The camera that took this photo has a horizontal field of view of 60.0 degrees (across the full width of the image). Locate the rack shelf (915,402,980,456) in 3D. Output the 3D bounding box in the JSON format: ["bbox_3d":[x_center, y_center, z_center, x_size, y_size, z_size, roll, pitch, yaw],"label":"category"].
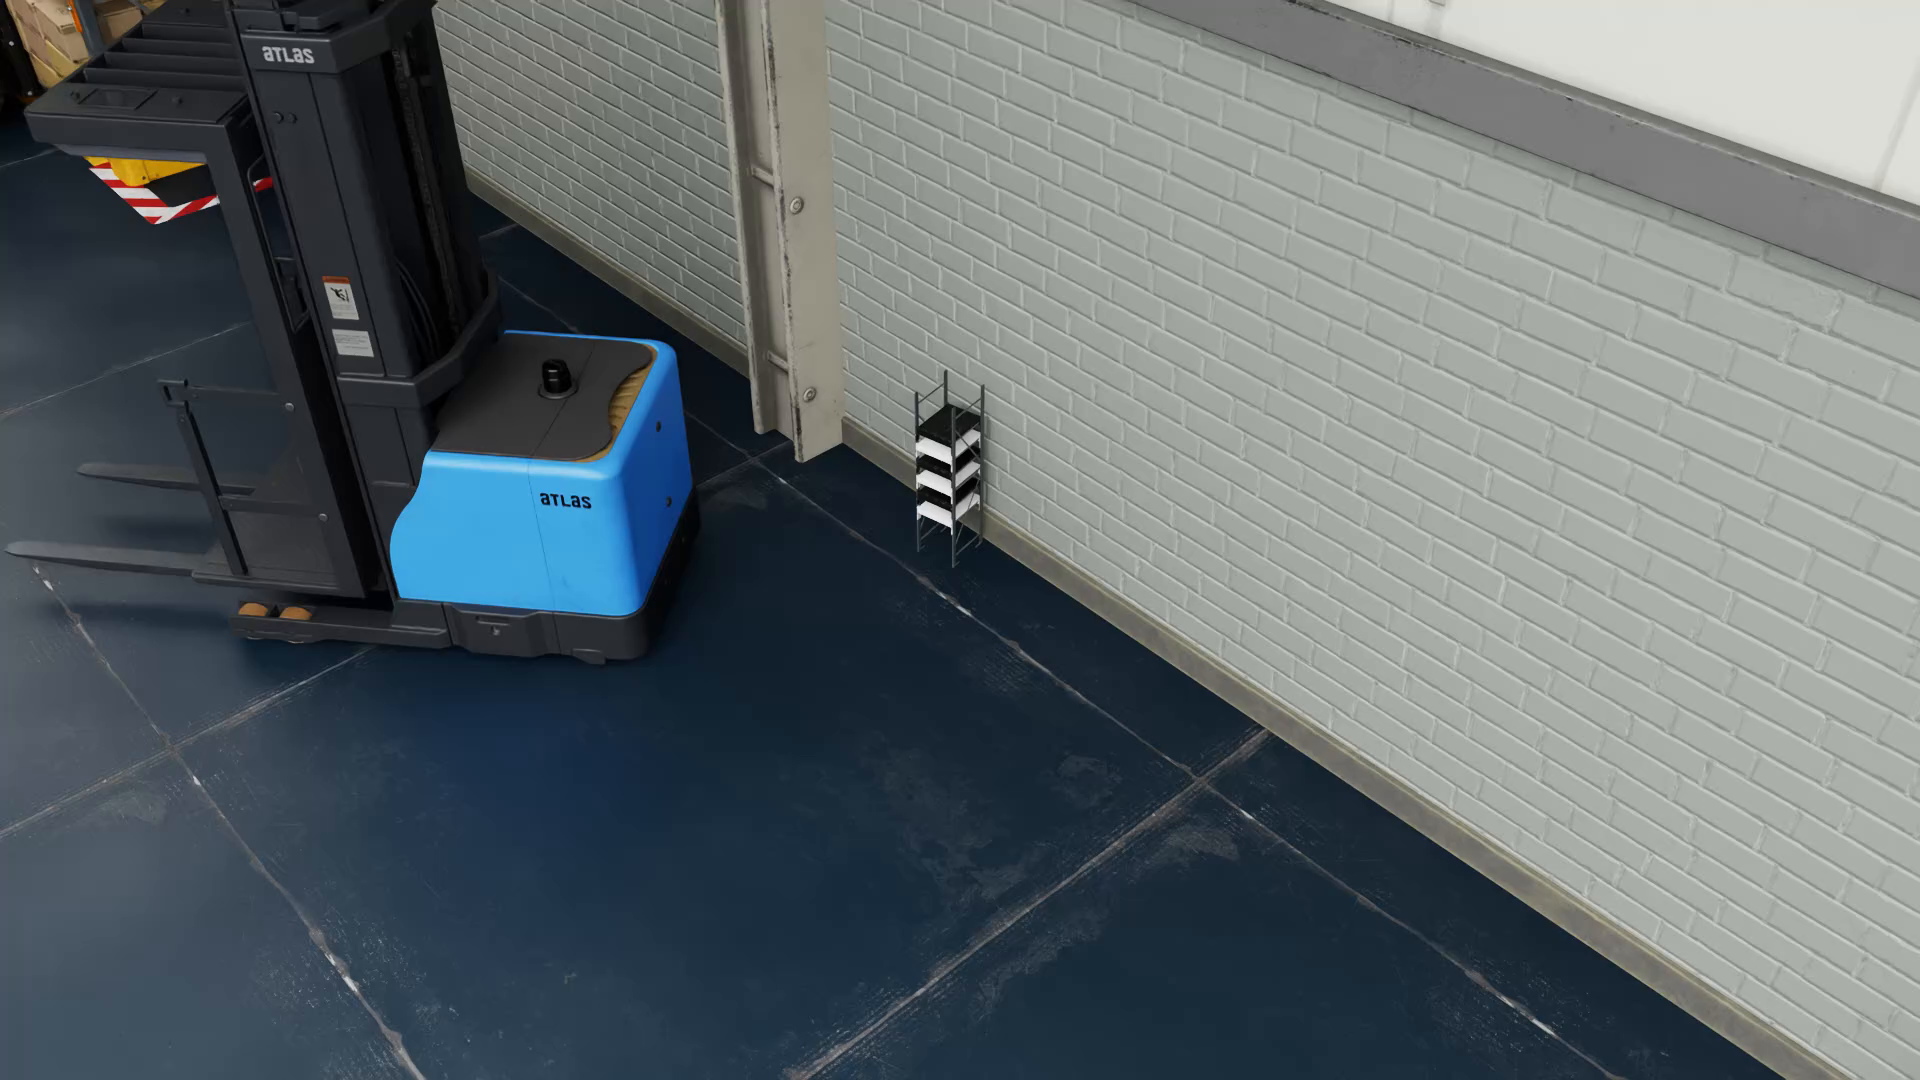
[{"bbox_3d":[-0.046,-0.502,7.487,0.200,0.077,0.258,24,45,27],"label":"rack shelf"}]

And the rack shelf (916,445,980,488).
[{"bbox_3d":[-0.046,-0.362,7.600,0.200,0.077,0.258,24,45,27],"label":"rack shelf"}]

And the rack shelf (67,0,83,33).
[{"bbox_3d":[-6.431,-4.431,11.629,1.077,0.370,4.000,-30,48,-32],"label":"rack shelf"}]

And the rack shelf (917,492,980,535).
[{"bbox_3d":[-0.046,-0.152,7.769,0.200,0.077,0.258,24,45,27],"label":"rack shelf"}]

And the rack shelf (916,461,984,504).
[{"bbox_3d":[-0.046,-0.292,7.656,0.200,0.077,0.258,24,45,27],"label":"rack shelf"}]

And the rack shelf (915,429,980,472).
[{"bbox_3d":[-0.046,-0.432,7.543,0.200,0.077,0.258,24,45,27],"label":"rack shelf"}]

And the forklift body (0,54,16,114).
[{"bbox_3d":[-7.704,-3.557,10.650,2.313,2.155,1.214,-30,48,-32],"label":"forklift body"}]

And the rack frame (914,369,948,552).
[{"bbox_3d":[-0.129,-0.355,7.681,0.006,0.900,0.240,24,45,27],"label":"rack frame"}]

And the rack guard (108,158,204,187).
[{"bbox_3d":[-5.062,-2.801,11.029,1.175,0.500,0.348,-30,48,-32],"label":"rack guard"}]

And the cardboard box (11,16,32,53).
[{"bbox_3d":[-6.333,-3.632,11.524,0.500,0.250,0.500,-31,48,-33],"label":"cardboard box"}]

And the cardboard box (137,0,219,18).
[{"bbox_3d":[-5.264,-3.571,11.050,0.500,0.250,0.500,-31,48,-32],"label":"cardboard box"}]

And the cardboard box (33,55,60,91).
[{"bbox_3d":[-5.958,-3.196,11.382,0.500,0.250,0.500,-30,48,-32],"label":"cardboard box"}]

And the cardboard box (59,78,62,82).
[{"bbox_3d":[-5.629,-2.962,11.092,0.500,0.250,0.500,-30,47,-31],"label":"cardboard box"}]

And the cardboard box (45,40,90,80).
[{"bbox_3d":[-5.638,-3.166,10.946,0.500,0.250,0.500,-31,48,-32],"label":"cardboard box"}]

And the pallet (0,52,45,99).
[{"bbox_3d":[-6.447,-3.601,12.248,1.003,0.211,1.213,-30,48,-32],"label":"pallet"}]

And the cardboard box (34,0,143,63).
[{"bbox_3d":[-5.619,-3.348,10.775,0.500,0.250,0.500,-28,47,-30],"label":"cardboard box"}]

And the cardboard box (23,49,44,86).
[{"bbox_3d":[-6.290,-3.431,11.673,0.500,0.250,0.500,-29,47,-31],"label":"cardboard box"}]

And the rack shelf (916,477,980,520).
[{"bbox_3d":[-0.046,-0.222,7.713,0.200,0.077,0.258,24,45,27],"label":"rack shelf"}]

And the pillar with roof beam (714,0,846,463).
[{"bbox_3d":[-3.998,-2.218,3.542,9.100,9.000,0.400,-30,48,-32],"label":"pillar with roof beam"}]

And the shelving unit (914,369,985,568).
[{"bbox_3d":[-0.046,-0.318,7.635,0.210,0.900,0.258,24,45,27],"label":"shelving unit"}]

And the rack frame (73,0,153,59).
[{"bbox_3d":[-5.078,-3.785,10.257,1.000,3.000,0.127,-30,48,-32],"label":"rack frame"}]

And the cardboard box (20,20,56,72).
[{"bbox_3d":[-5.969,-3.402,11.239,0.500,0.250,0.500,-30,48,-32],"label":"cardboard box"}]

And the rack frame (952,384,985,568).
[{"bbox_3d":[0.036,-0.281,7.589,0.006,0.900,0.240,24,45,27],"label":"rack frame"}]

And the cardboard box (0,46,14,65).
[{"bbox_3d":[-6.657,-3.662,11.959,0.500,0.250,0.500,-28,47,-30],"label":"cardboard box"}]

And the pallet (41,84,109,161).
[{"bbox_3d":[-5.626,-3.036,11.549,1.003,0.211,1.213,-30,48,-32],"label":"pallet"}]

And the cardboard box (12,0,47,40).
[{"bbox_3d":[-5.969,-3.582,11.064,0.500,0.250,0.500,-29,47,-31],"label":"cardboard box"}]

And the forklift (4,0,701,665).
[{"bbox_3d":[-2.794,-1.004,6.868,3.031,2.935,1.130,5,39,6],"label":"forklift"}]

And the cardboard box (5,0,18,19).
[{"bbox_3d":[-6.318,-3.811,11.348,0.500,0.250,0.500,-29,47,-31],"label":"cardboard box"}]
